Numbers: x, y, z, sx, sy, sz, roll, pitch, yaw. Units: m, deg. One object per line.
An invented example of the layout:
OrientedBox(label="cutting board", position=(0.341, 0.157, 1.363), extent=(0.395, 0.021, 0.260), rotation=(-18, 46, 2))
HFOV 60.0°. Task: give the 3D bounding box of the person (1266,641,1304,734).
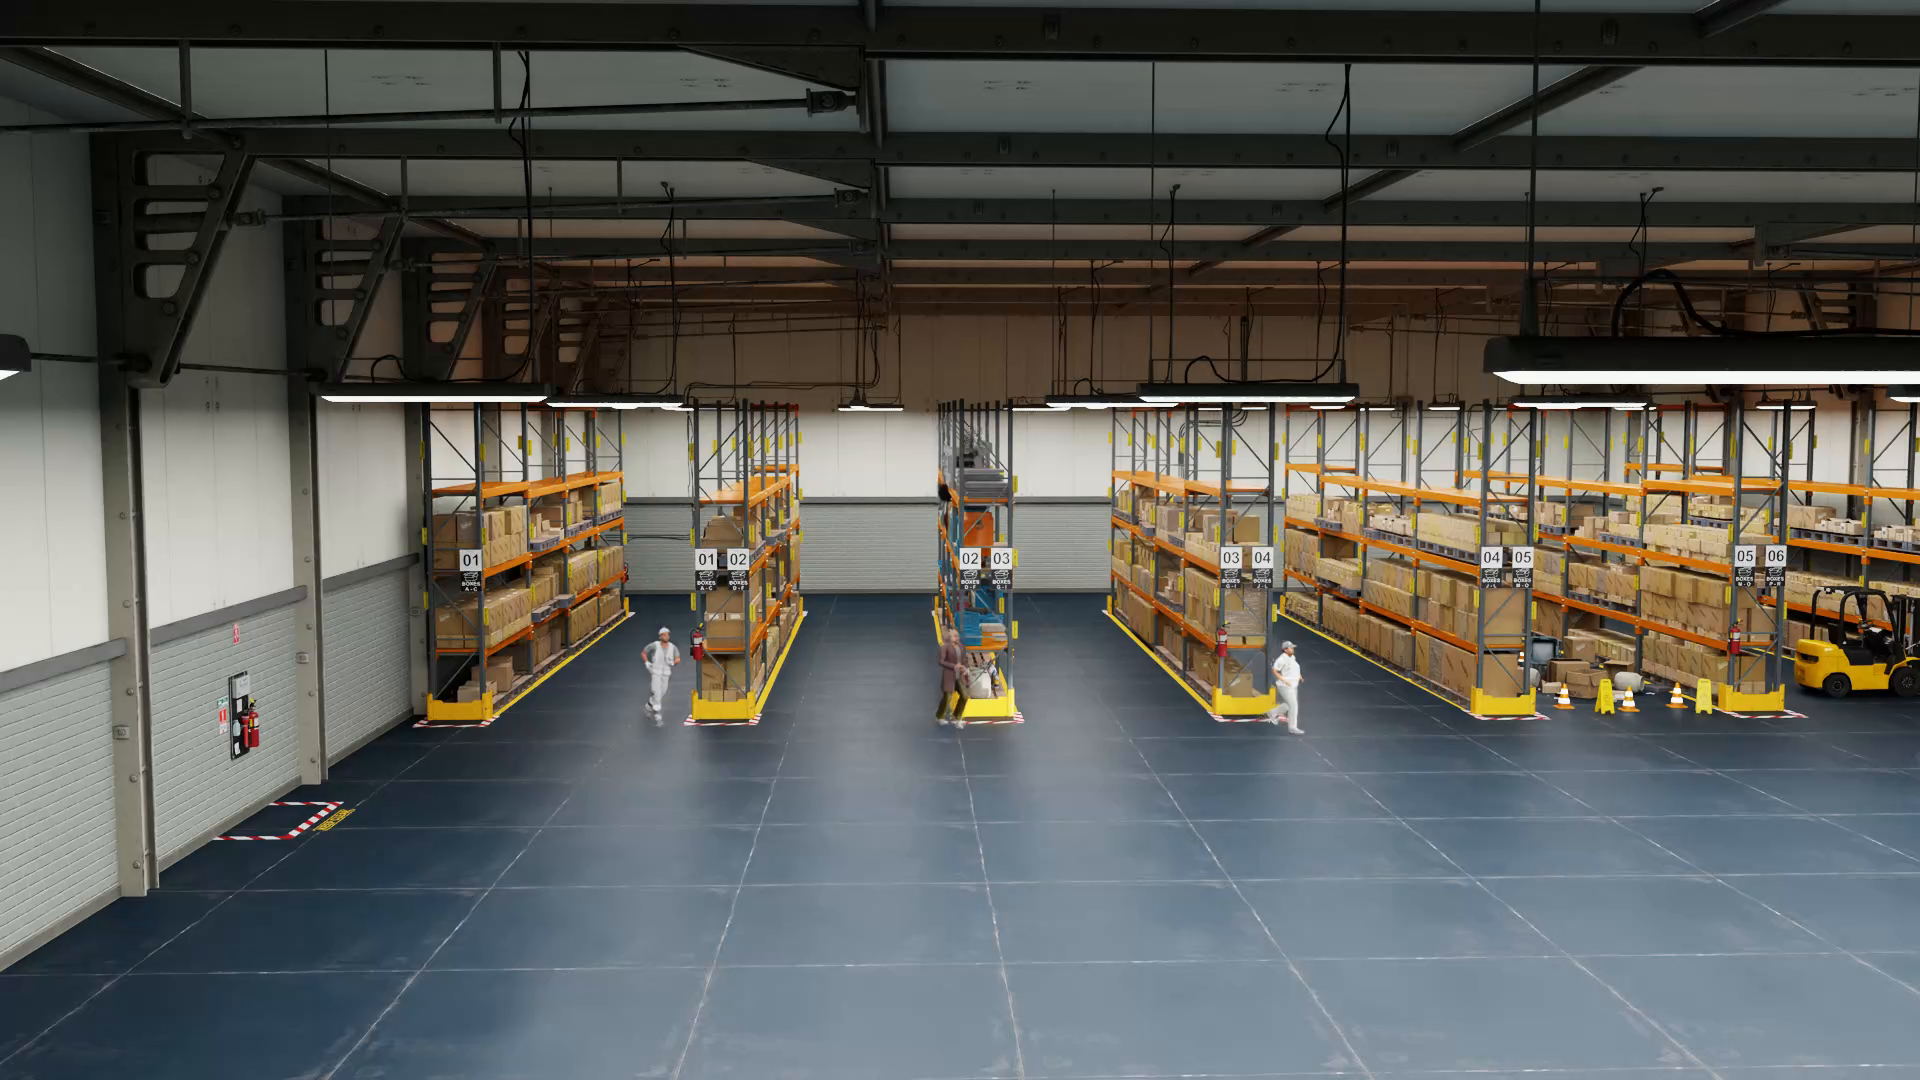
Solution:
OrientedBox(label="person", position=(5.835, 2.631, 29.881), extent=(0.777, 1.648, 0.623), rotation=(3, 5, 35))

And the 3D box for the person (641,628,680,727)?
OrientedBox(label="person", position=(-5.534, 2.512, 30.843), extent=(0.692, 1.788, 0.930), rotation=(-3, 5, -32))

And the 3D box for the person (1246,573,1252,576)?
OrientedBox(label="person", position=(8.046, 1.360, 46.313), extent=(0.562, 1.652, 0.801), rotation=(0, 4, 3))

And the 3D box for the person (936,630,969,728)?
OrientedBox(label="person", position=(-0.106, 2.550, 30.363), extent=(0.734, 1.838, 0.801), rotation=(-3, 6, -38))
